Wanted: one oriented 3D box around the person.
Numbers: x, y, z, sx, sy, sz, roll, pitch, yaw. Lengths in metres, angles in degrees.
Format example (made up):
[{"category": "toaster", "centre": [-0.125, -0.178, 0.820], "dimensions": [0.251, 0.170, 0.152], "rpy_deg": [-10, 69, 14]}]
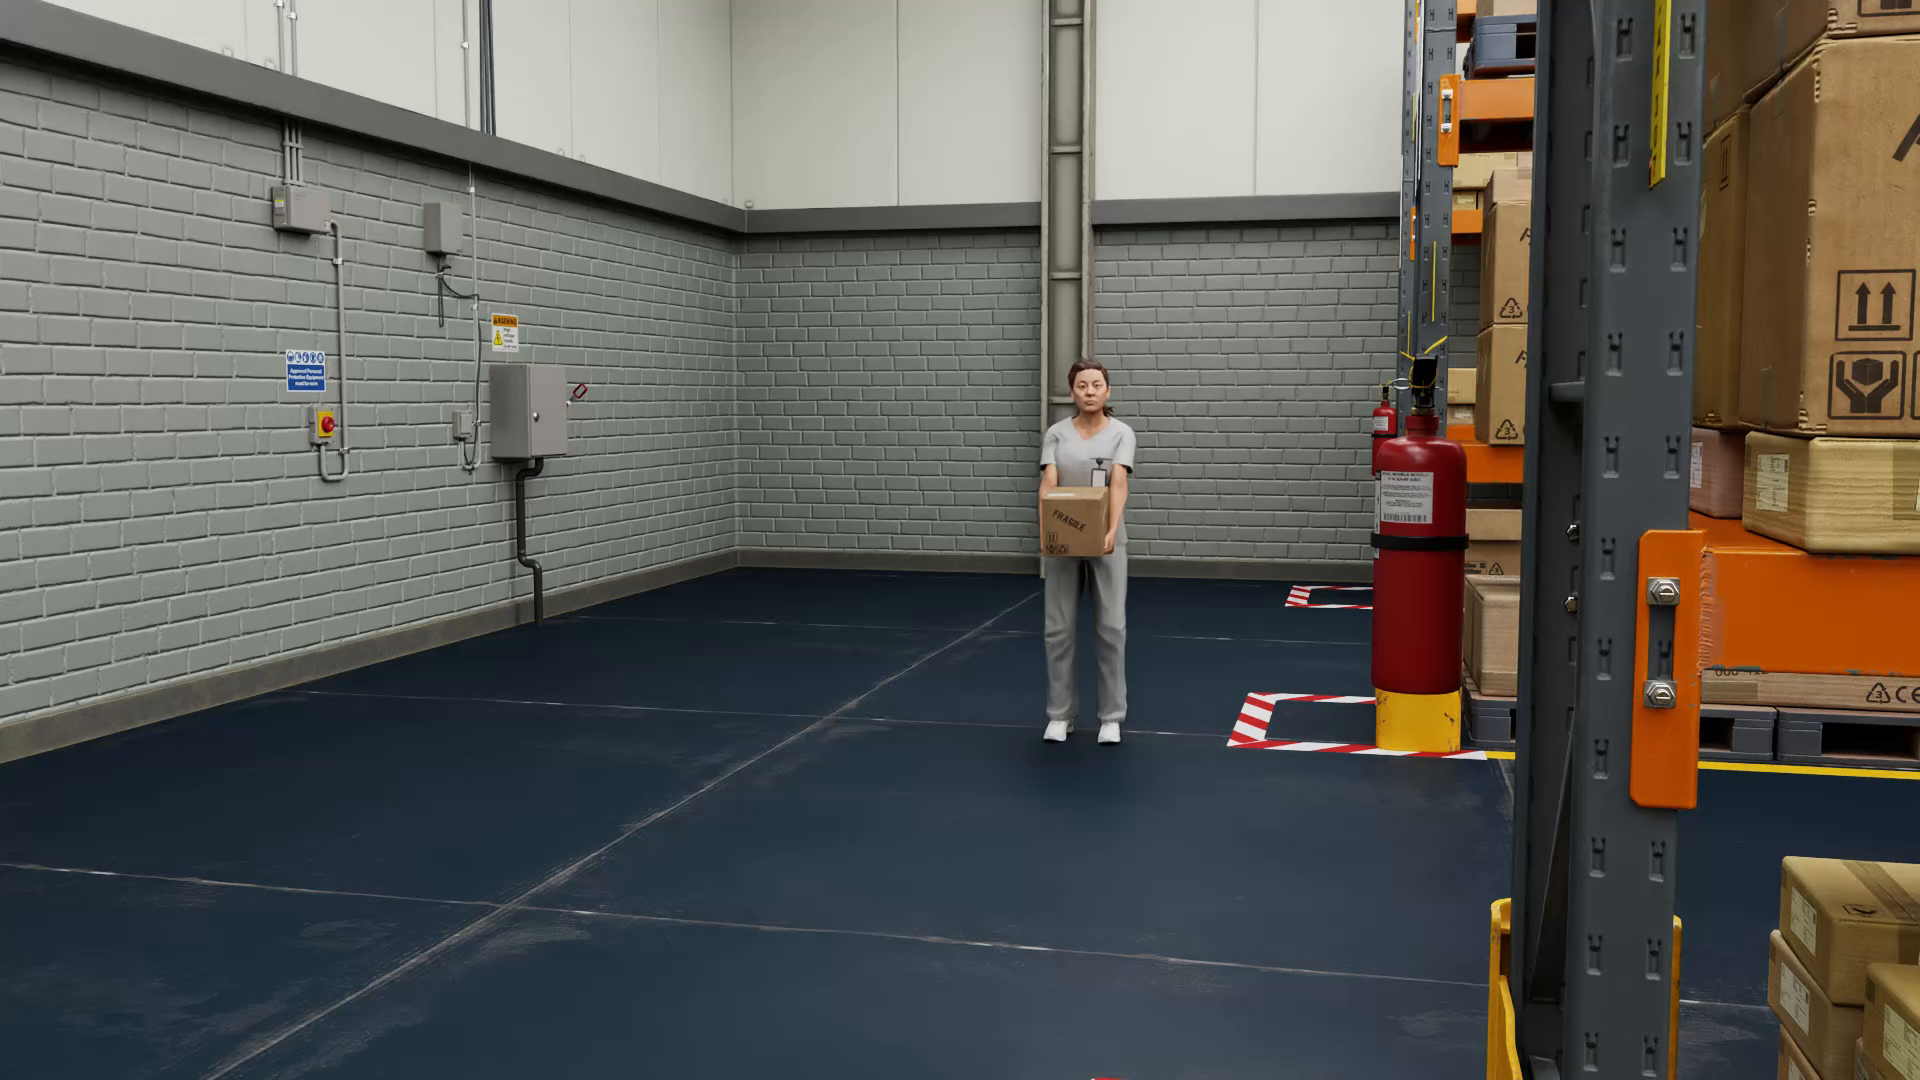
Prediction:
[{"category": "person", "centre": [0.542, 0.052, 7.218], "dimensions": [0.410, 1.668, 0.513], "rpy_deg": [1, 5, 13]}]
